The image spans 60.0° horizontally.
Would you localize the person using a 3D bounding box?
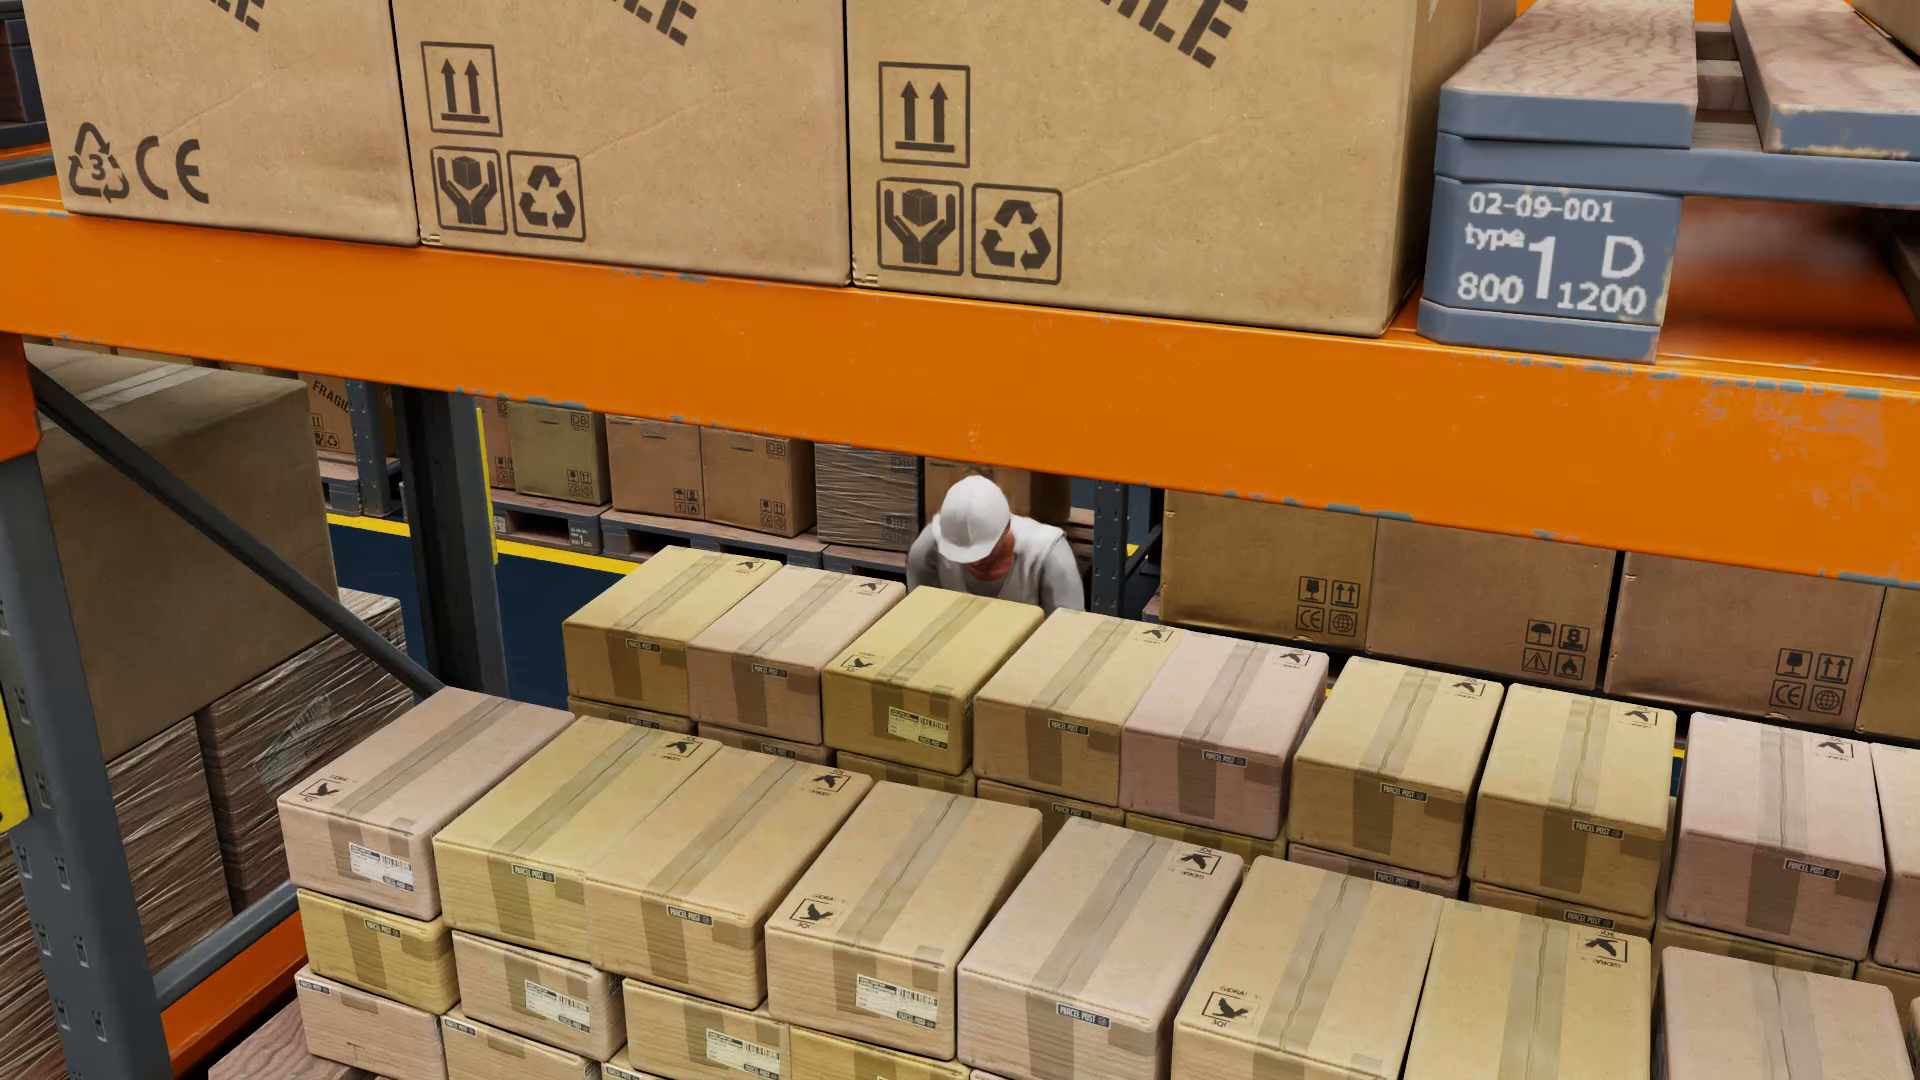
[{"bbox_3d":[0.112,0.475,5.203,0.577,1.555,0.669,9,24,21],"label":"person"}]
